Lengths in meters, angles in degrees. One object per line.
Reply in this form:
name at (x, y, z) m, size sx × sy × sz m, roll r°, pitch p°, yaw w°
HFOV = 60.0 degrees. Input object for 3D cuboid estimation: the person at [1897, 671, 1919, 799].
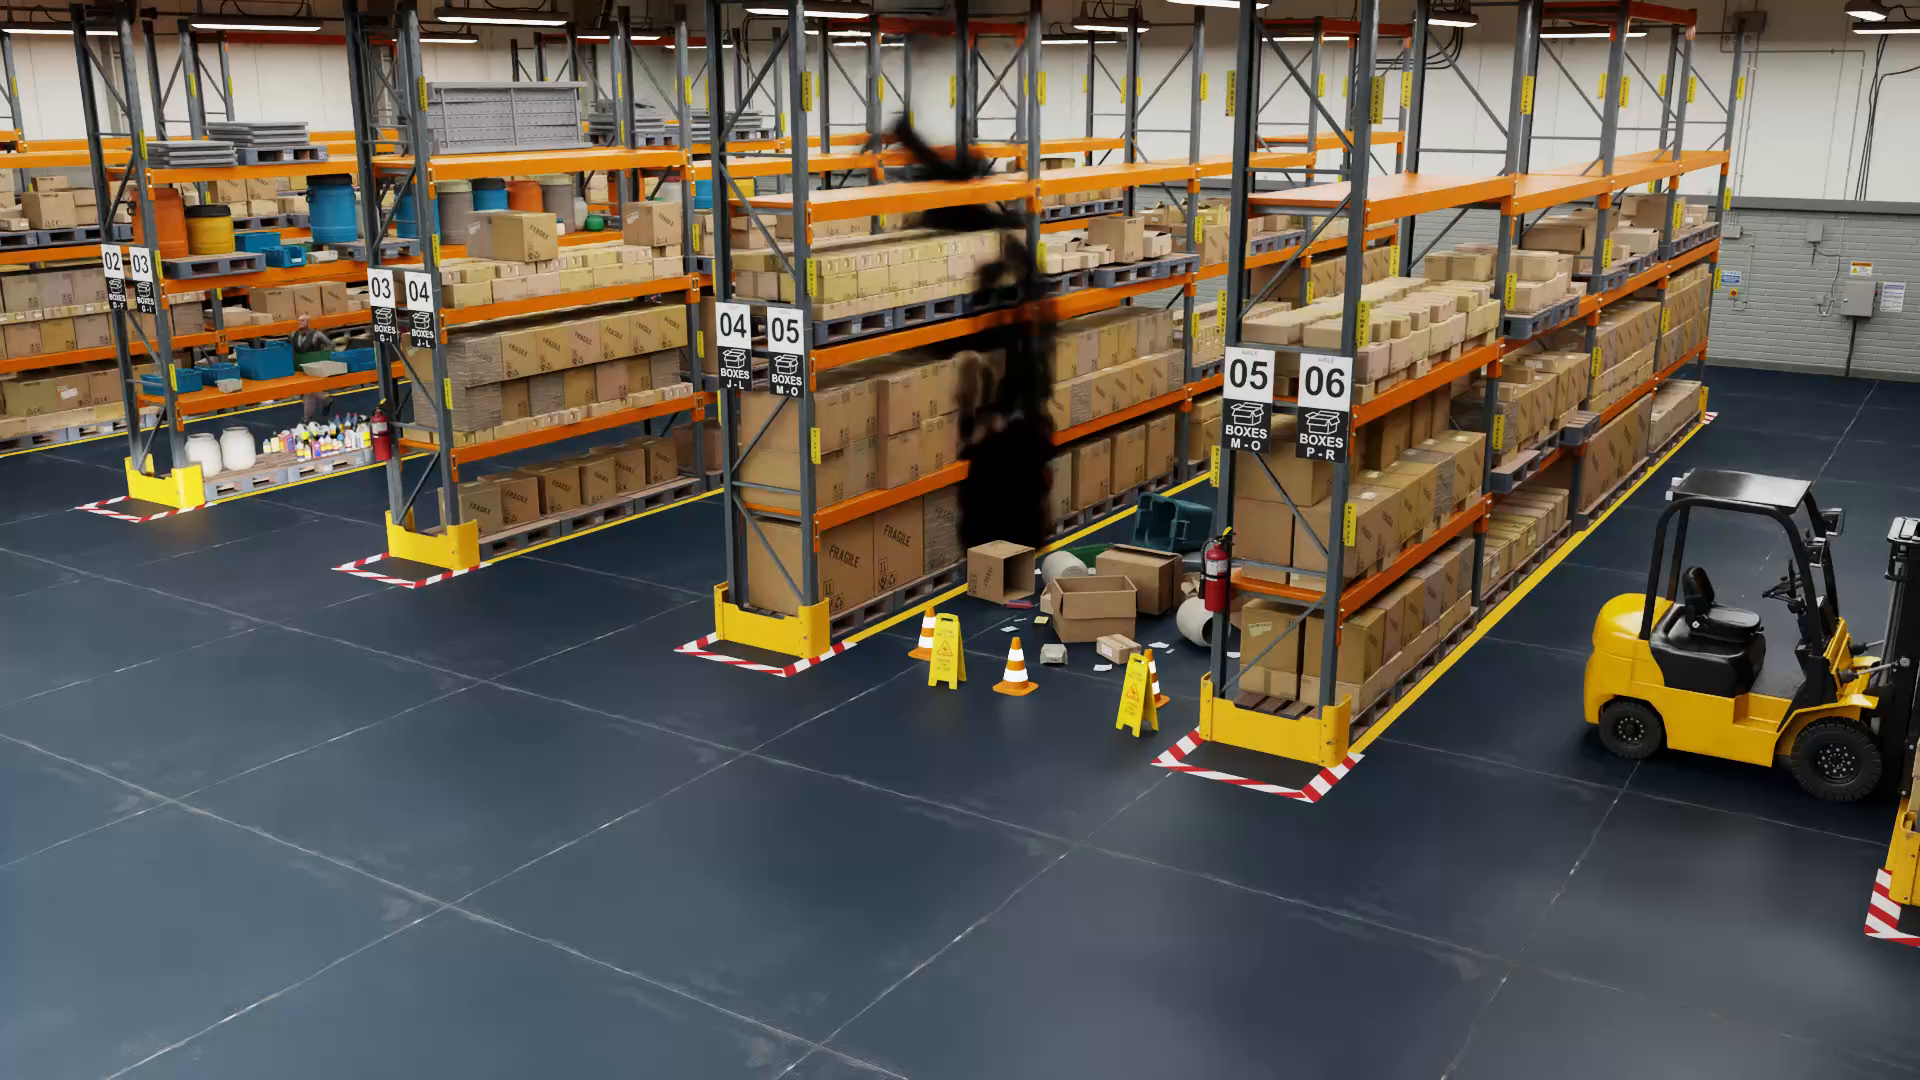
person at (3.490, -0.082, 15.594) m, size 11.480 × 2.006 × 6.262 m, roll 5°, pitch 16°, yaw 16°

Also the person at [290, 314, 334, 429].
person at (-9.872, -2.567, 25.228) m, size 0.663 × 1.715 × 0.931 m, roll 5°, pitch 16°, yaw 16°
